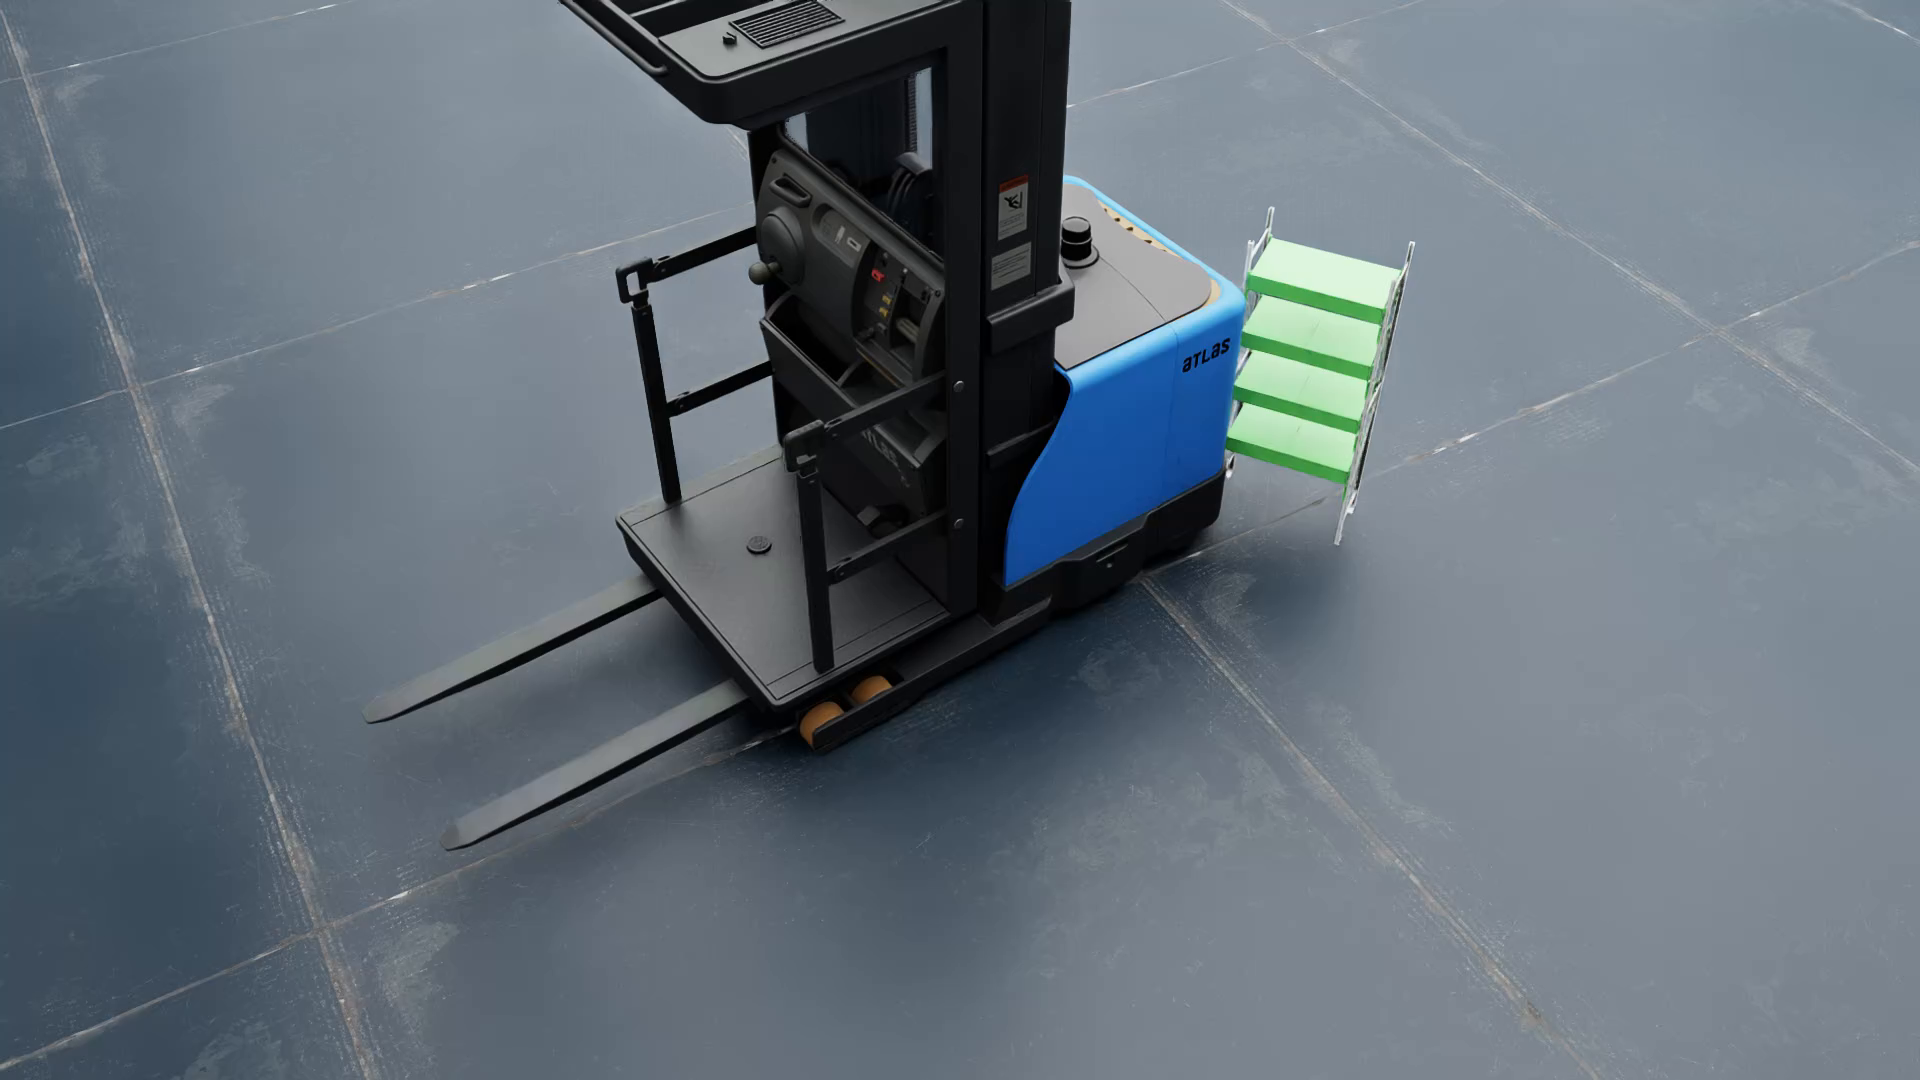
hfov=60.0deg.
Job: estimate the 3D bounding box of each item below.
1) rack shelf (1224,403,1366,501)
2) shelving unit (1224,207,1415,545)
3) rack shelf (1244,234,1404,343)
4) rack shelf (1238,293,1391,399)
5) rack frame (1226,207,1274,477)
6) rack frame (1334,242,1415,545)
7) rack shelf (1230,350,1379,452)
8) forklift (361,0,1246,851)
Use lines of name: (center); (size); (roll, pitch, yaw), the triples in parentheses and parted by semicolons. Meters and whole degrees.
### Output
rack shelf: (1.240, -0.344, 6.179); (0.480, 0.148, 0.258); (18, 47, 18)
shelving unit: (1.240, -0.562, 5.967); (0.503, 1.200, 0.258); (18, 47, 18)
rack shelf: (1.240, -0.861, 5.678); (0.480, 0.148, 0.258); (18, 47, 18)
rack shelf: (1.240, -0.688, 5.845); (0.480, 0.148, 0.258); (18, 47, 18)
rack frame: (1.020, -0.635, 6.043); (0.015, 1.200, 0.240); (18, 47, 18)
rack frame: (1.461, -0.489, 5.892); (0.015, 1.200, 0.240); (18, 47, 18)
rack shelf: (1.240, -0.516, 6.012); (0.480, 0.148, 0.258); (18, 47, 18)
forklift: (-0.512, -0.772, 4.941); (3.031, 2.935, 1.130); (-27, 50, -25)
